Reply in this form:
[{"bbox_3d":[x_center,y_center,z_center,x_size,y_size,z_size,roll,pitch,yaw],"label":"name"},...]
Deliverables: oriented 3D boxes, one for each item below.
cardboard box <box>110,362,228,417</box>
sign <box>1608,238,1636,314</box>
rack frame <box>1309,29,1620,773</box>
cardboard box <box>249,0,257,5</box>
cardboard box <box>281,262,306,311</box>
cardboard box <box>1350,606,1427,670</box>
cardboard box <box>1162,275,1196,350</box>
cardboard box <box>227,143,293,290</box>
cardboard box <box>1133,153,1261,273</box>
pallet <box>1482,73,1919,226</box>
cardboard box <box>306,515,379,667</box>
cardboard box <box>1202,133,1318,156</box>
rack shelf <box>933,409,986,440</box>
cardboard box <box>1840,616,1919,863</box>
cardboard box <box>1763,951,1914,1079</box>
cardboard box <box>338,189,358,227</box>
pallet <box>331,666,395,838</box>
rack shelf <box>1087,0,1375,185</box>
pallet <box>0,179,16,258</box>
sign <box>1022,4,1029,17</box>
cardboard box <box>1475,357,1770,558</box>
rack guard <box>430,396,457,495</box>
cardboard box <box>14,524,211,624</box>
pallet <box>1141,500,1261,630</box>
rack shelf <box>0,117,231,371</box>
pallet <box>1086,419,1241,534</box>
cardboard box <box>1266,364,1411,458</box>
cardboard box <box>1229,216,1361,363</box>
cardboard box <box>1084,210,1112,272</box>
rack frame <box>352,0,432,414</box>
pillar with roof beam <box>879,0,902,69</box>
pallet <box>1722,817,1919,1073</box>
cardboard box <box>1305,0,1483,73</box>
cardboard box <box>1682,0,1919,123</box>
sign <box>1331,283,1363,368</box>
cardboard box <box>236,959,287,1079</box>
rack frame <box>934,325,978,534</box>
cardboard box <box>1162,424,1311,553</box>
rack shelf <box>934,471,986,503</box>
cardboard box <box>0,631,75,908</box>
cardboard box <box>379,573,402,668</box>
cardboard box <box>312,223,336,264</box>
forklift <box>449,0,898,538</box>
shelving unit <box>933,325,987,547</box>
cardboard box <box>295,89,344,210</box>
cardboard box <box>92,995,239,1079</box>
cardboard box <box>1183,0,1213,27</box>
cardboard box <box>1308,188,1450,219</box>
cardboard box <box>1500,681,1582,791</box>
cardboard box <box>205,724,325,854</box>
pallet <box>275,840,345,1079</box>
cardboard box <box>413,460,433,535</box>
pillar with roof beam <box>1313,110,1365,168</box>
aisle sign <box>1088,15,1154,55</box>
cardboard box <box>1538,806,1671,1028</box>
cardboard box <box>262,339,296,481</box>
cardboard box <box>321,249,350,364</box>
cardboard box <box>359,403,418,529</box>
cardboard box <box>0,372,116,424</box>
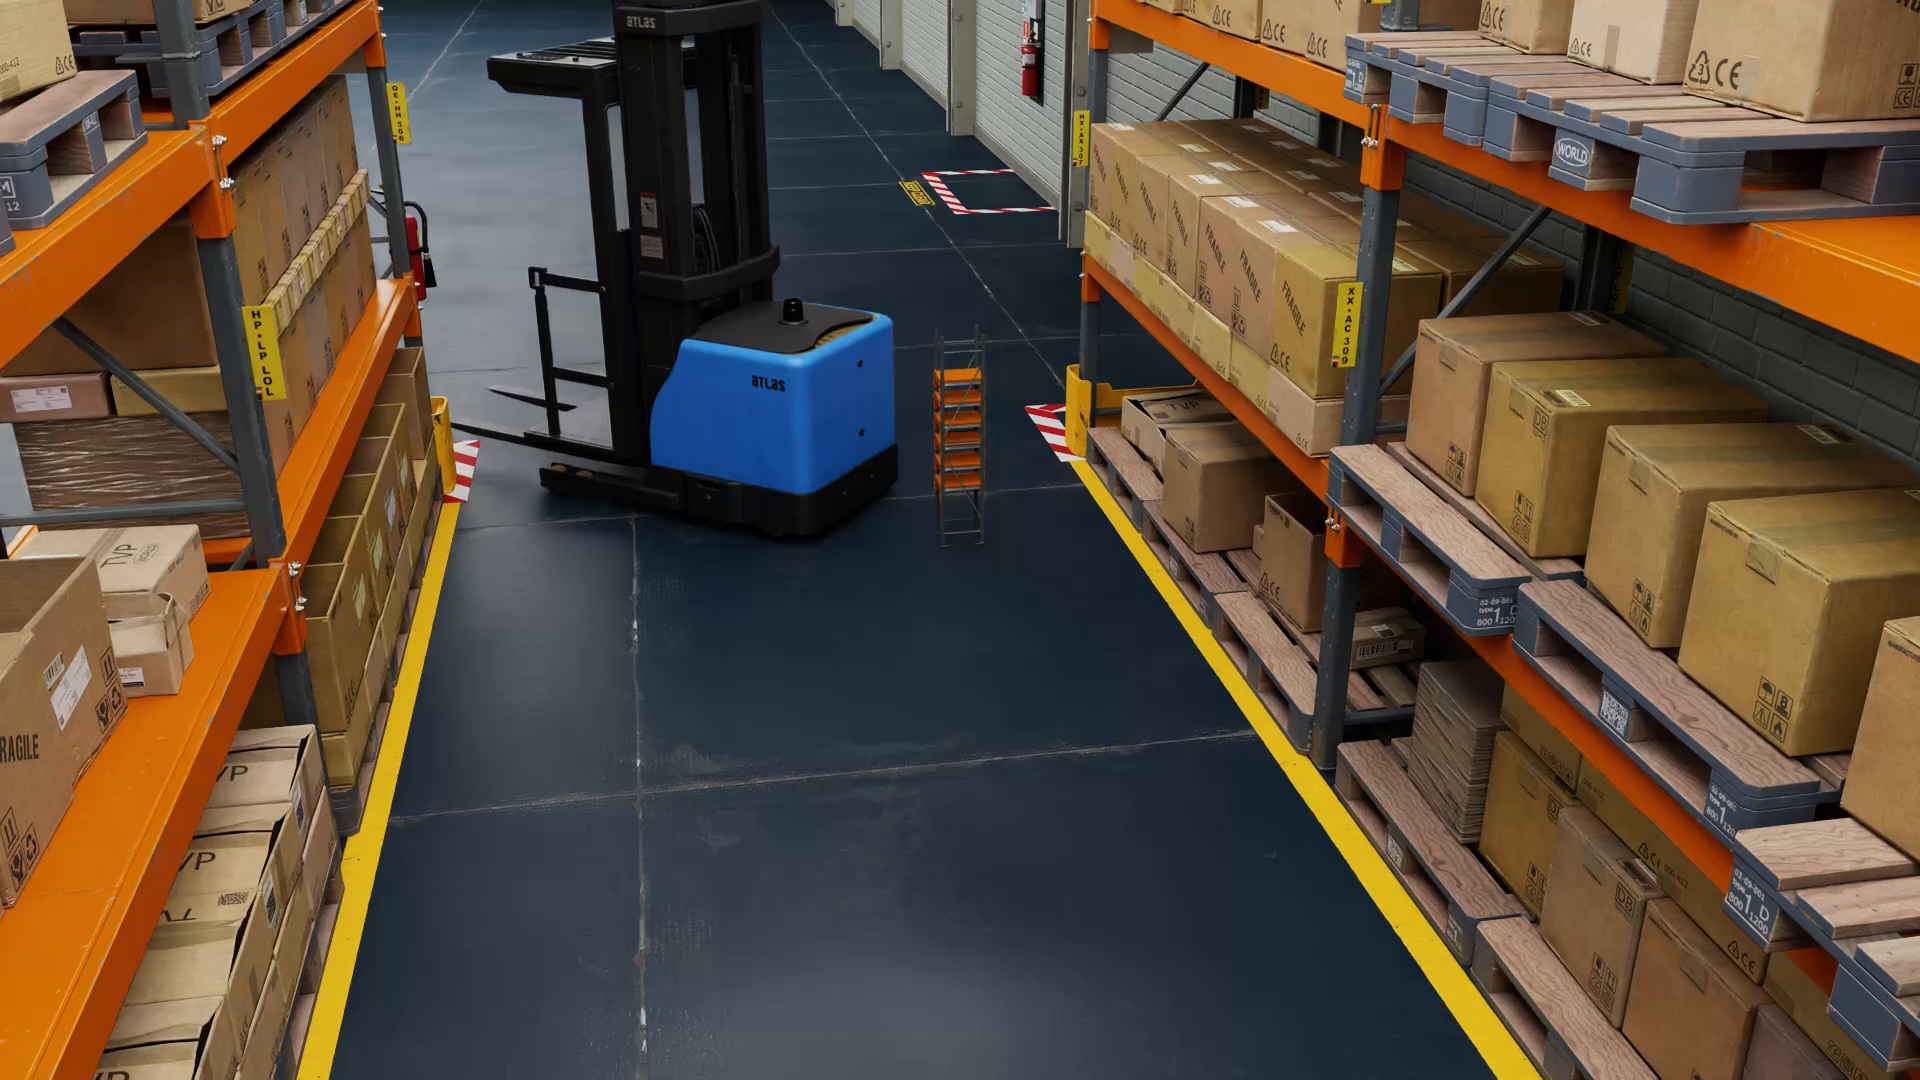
[{"bbox_3d":[-2.731,-0.551,5.829,0.380,0.149,0.250,-4,24,-10],"label":"cardboard box"},{"bbox_3d":[2.540,-1.029,6.412,0.100,0.325,0.005,-4,24,-10],"label":"sign"},{"bbox_3d":[1.996,-0.456,6.547,1.000,3.000,0.127,-4,24,-10],"label":"rack frame"},{"bbox_3d":[-2.806,-2.108,5.994,0.500,0.311,0.500,-6,24,-13],"label":"cardboard box"},{"bbox_3d":[-2.974,-1.058,6.989,0.380,0.149,0.250,-5,24,-11],"label":"cardboard box"},{"bbox_3d":[1.867,0.432,7.502,0.380,0.166,0.250,-8,25,-17],"label":"cardboard box"},{"bbox_3d":[1.324,-1.151,8.301,0.500,0.250,0.500,-4,24,-9],"label":"cardboard box"},{"bbox_3d":[-3.147,-1.298,6.729,0.700,0.500,0.500,-4,24,-10],"label":"cardboard box"},{"bbox_3d":[1.220,-1.705,8.631,0.500,0.500,0.500,-5,24,-11],"label":"cardboard box"},{"bbox_3d":[2.200,-1.086,4.476,1.213,0.211,1.003,-4,24,-10],"label":"pallet"},{"bbox_3d":[-2.750,0.234,6.940,0.500,0.500,0.500,-4,24,-10],"label":"cardboard box"},{"bbox_3d":[1.635,-1.945,9.181,0.500,0.500,0.500,-4,24,-9],"label":"cardboard box"},{"bbox_3d":[-0.003,-0.625,8.993,0.258,0.103,0.180,-4,24,-10],"label":"rack shelf"},{"bbox_3d":[2.508,0.468,3.756,0.700,0.500,0.500,-7,24,-15],"label":"cardboard box"},{"bbox_3d":[2.507,1.209,4.370,0.500,0.250,0.500,-4,24,-9],"label":"cardboard box"},{"bbox_3d":[-3.257,-1.665,8.379,0.380,0.149,0.250,-5,24,-11],"label":"cardboard box"},{"bbox_3d":[-2.978,0.874,6.985,1.003,0.211,1.213,-4,24,-10],"label":"pallet"},{"bbox_3d":[1.626,-2.288,7.891,1.077,0.370,4.000,-4,24,-10],"label":"rack shelf"},{"bbox_3d":[-2.555,-0.503,3.142,1.003,0.211,1.213,-3,24,-7],"label":"pallet"},{"bbox_3d":[0.698,-5.635,17.698,0.001,0.109,0.331,-4,24,-10],"label":"sign"},{"bbox_3d":[2.152,-0.280,5.470,0.700,0.500,0.500,-2,24,-4],"label":"cardboard box"},{"bbox_3d":[-3.616,-0.525,9.828,1.175,0.500,0.348,-4,24,-10],"label":"rack guard"},{"bbox_3d":[-2.738,0.171,5.298,0.500,0.250,0.500,-3,24,-6],"label":"cardboard box"},{"bbox_3d":[1.608,0.079,8.805,1.003,0.211,1.213,-4,24,-10],"label":"pallet"},{"bbox_3d":[-2.502,-0.346,3.446,1.077,0.370,4.000,-4,24,-10],"label":"rack shelf"},{"bbox_3d":[1.385,-0.400,9.901,1.003,0.211,1.213,-4,24,-10],"label":"pallet"},{"bbox_3d":[1.610,-0.560,6.948,0.500,0.250,0.500,-4,24,-10],"label":"cardboard box"},{"bbox_3d":[1.506,-1.099,7.244,0.500,0.500,0.500,-4,24,-10],"label":"cardboard box"},{"bbox_3d":[1.034,-1.754,9.682,0.500,0.250,0.500,-5,24,-11],"label":"cardboard box"},{"bbox_3d":[-3.612,-1.661,9.306,1.000,3.000,0.127,-4,24,-10],"label":"rack frame"},{"bbox_3d":[-5.324,-11.329,23.946,9.100,9.000,0.400,-4,24,-10],"label":"pillar with roof beam"},{"bbox_3d":[2.499,0.933,3.606,1.213,0.211,1.003,-4,24,-10],"label":"pallet"},{"bbox_3d":[1.659,-2.067,6.337,0.500,0.500,0.500,-4,24,-8],"label":"cardboard box"},{"bbox_3d":[2.246,-1.363,4.226,0.500,0.500,0.500,-5,24,-12],"label":"cardboard box"},{"bbox_3d":[1.464,-0.810,6.274,0.100,0.325,0.005,-4,24,-10],"label":"sign"},{"bbox_3d":[-2.324,1.522,4.929,0.500,0.250,0.500,-4,24,-9],"label":"cardboard box"},{"bbox_3d":[-0.020,-0.592,9.105,0.240,1.200,0.006,-4,24,-10],"label":"rack frame"},{"bbox_3d":[1.487,-0.290,8.740,0.700,0.500,0.500,-6,24,-13],"label":"cardboard box"},{"bbox_3d":[-0.003,-0.295,9.137,0.258,0.103,0.180,-4,24,-10],"label":"rack shelf"},{"bbox_3d":[-2.556,0.574,4.064,0.500,0.500,0.500,-4,24,-10],"label":"cardboard box"},{"bbox_3d":[-2.835,0.381,7.541,0.500,0.250,0.500,-4,24,-10],"label":"cardboard box"},{"bbox_3d":[-3.113,-1.359,7.679,0.380,0.149,0.250,-4,24,-8],"label":"cardboard box"},{"bbox_3d":[-1.914,-1.757,9.612,3.031,2.935,1.130,12,26,25],"label":"forklift"},{"bbox_3d":[-0.003,-0.556,9.023,0.258,1.200,0.189,-4,24,-10],"label":"shelving unit"},{"bbox_3d":[-3.426,-1.890,8.084,0.700,0.500,0.500,-5,24,-11],"label":"cardboard box"},{"bbox_3d":[-2.234,1.459,4.371,0.500,0.311,0.500,-5,24,-10],"label":"cardboard box"},{"bbox_3d":[1.356,-2.682,7.746,0.500,0.500,0.500,-3,24,-6],"label":"cardboard box"},{"bbox_3d":[1.935,-1.341,7.798,0.500,0.500,0.500,-4,24,-8],"label":"cardboard box"},{"bbox_3d":[2.233,0.605,5.753,0.500,0.250,0.500,-5,24,-11],"label":"cardboard box"},{"bbox_3d":[-2.515,0.861,5.742,0.500,0.311,0.500,-4,24,-10],"label":"cardboard box"},{"bbox_3d":[-2.697,1.477,5.605,1.003,0.211,1.213,-4,24,-10],"label":"pallet"},{"bbox_3d":[-3.118,-0.209,8.891,0.500,0.250,0.500,-4,24,-10],"label":"cardboard box"},{"bbox_3d":[-1.995,-4.249,7.735,9.100,9.000,0.400,-4,24,-10],"label":"pillar with roof beam"},{"bbox_3d":[0.948,-3.227,9.643,0.394,0.787,0.004,-4,24,-10],"label":"aisle sign"},{"bbox_3d":[2.348,1.179,5.376,0.700,0.500,0.500,-4,24,-9],"label":"cardboard box"},{"bbox_3d":[-3.064,-0.515,6.556,0.700,0.500,0.500,-5,24,-10],"label":"cardboard box"},{"bbox_3d":[-3.350,-1.121,7.943,0.700,0.500,0.500,-4,24,-9],"label":"cardboard box"},{"bbox_3d":[-3.021,-0.356,8.292,0.500,0.500,0.500,-4,24,-10],"label":"cardboard box"},{"bbox_3d":[-3.133,-0.522,5.763,0.380,0.149,0.250,-4,24,-10],"label":"cardboard box"}]
